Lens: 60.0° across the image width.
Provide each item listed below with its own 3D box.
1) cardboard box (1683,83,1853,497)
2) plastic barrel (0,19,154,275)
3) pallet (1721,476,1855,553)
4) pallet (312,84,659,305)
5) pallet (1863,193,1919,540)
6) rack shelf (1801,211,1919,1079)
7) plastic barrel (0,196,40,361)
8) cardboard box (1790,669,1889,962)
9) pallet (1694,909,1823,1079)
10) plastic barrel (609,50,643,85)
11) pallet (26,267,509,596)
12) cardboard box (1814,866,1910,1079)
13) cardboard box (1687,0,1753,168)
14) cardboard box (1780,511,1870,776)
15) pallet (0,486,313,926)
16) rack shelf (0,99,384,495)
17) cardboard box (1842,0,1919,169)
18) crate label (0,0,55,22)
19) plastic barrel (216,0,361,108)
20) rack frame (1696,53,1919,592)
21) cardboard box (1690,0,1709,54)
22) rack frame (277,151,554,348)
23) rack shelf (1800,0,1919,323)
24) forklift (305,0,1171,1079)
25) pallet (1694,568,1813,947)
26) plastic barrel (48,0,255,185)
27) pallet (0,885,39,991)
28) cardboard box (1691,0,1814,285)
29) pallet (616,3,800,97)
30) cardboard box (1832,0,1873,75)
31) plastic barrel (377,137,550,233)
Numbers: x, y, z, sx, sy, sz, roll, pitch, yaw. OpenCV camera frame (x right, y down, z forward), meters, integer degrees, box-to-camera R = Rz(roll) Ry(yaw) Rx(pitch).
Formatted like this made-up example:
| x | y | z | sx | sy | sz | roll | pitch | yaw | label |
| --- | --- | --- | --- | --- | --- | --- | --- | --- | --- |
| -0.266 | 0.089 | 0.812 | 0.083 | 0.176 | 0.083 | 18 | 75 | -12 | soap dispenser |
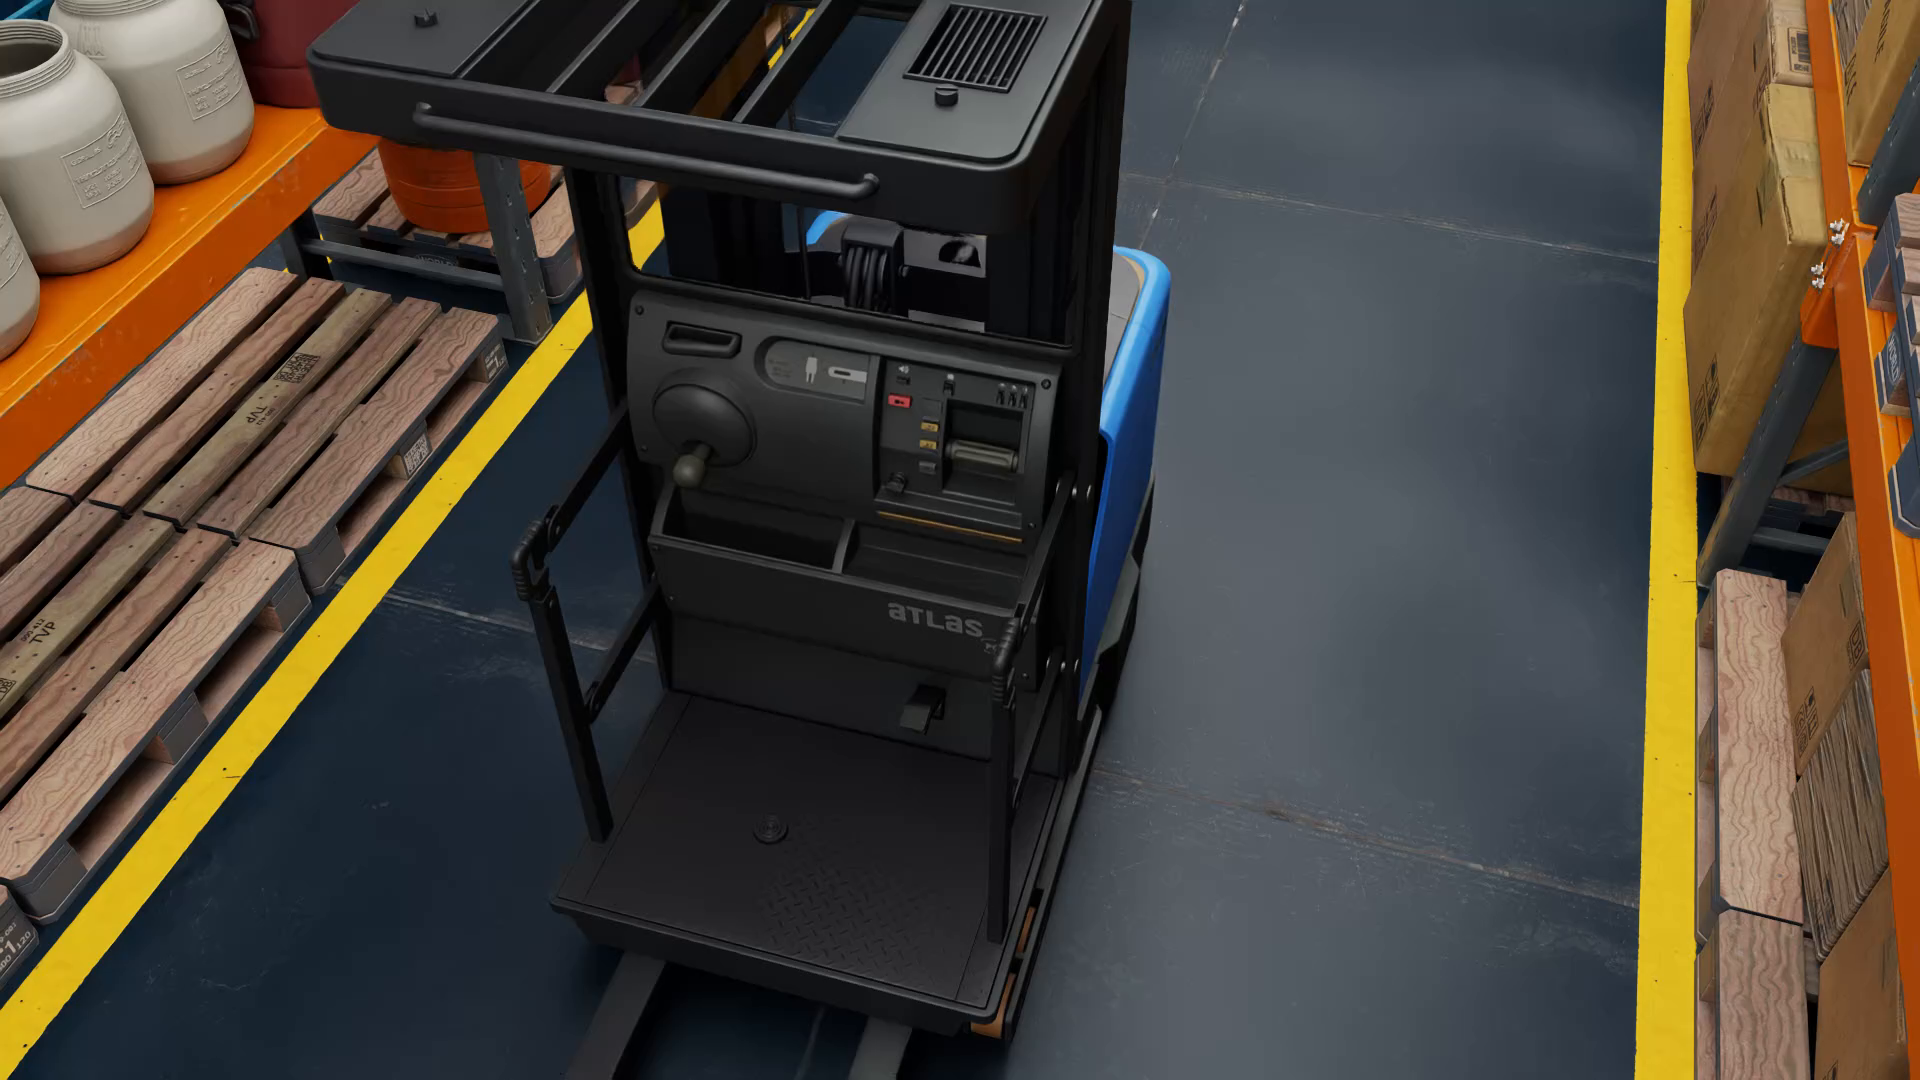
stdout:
| x | y | z | sx | sy | sz | roll | pitch | yaw | label |
| --- | --- | --- | --- | --- | --- | --- | --- | --- | --- |
| 2.980 | -0.705 | 5.044 | 1.225 | 0.875 | 0.875 | 11 | 45 | 11 | cardboard box |
| -2.204 | -0.936 | 3.982 | 0.421 | 0.512 | 0.421 | 0 | 44 | 0 | plastic barrel |
| 3.062 | -0.371 | 5.478 | 1.003 | 0.211 | 1.213 | 13 | 46 | 13 | pallet |
| -1.770 | -1.445 | 6.576 | 1.003 | 0.211 | 1.213 | 13 | 46 | 13 | pallet |
| 2.637 | -0.292 | 3.541 | 1.213 | 0.211 | 1.003 | 13 | 46 | 13 | pallet |
| 2.146 | 0.732 | 2.872 | 1.077 | 0.370 | 4.000 | 13 | 46 | 13 | rack shelf |
| -2.328 | -0.658 | 3.681 | 0.433 | 0.535 | 0.433 | 0 | 44 | 0 | plastic barrel |
| 2.412 | 0.701 | 3.862 | 0.700 | 0.500 | 0.500 | 9 | 45 | 9 | cardboard box |
| 2.142 | 1.469 | 3.597 | 1.003 | 0.211 | 1.213 | 13 | 46 | 13 | pallet |
| -1.495 | -2.278 | 6.857 | 0.600 | 0.588 | 0.708 | 13 | 46 | 13 | plastic barrel |
| -2.240 | -0.403 | 5.511 | 1.003 | 0.211 | 1.213 | 13 | 46 | 13 | pallet |
| 2.247 | 1.080 | 3.474 | 0.700 | 0.500 | 0.500 | 16 | 47 | 16 | cardboard box |
| 3.518 | -1.889 | 6.254 | 1.225 | 0.875 | 0.875 | 11 | 45 | 11 | cardboard box |
| 2.568 | 0.329 | 4.242 | 0.700 | 0.500 | 0.500 | 10 | 45 | 10 | cardboard box |
| -2.612 | 0.408 | 4.682 | 1.003 | 0.211 | 1.213 | 13 | 46 | 13 | pallet |
| -2.575 | -0.317 | 3.944 | 1.077 | 0.370 | 4.000 | 13 | 46 | 13 | rack shelf |
| 2.665 | -1.276 | 4.337 | 0.500 | 0.500 | 0.500 | 14 | 46 | 14 | cardboard box |
| -2.527 | -1.315 | 4.424 | 0.502 | 0.435 | 0.616 | 13 | 46 | 13 | crate label |
| -1.821 | -1.583 | 4.625 | 0.600 | 0.536 | 0.708 | 13 | 46 | 13 | plastic barrel |
| 2.752 | -0.858 | 3.982 | 1.000 | 3.000 | 0.127 | 13 | 46 | 13 | rack frame |
| 3.788 | -2.484 | 6.863 | 1.225 | 0.875 | 0.875 | 13 | 46 | 13 | cardboard box |
| -1.969 | -1.907 | 5.055 | 1.000 | 3.000 | 0.127 | 13 | 46 | 13 | rack frame |
| 3.357 | -1.934 | 5.596 | 1.077 | 0.370 | 4.000 | 13 | 46 | 13 | rack shelf |
| -0.315 | -0.163 | 3.321 | 1.130 | 2.935 | 3.031 | 12 | 46 | 12 | forklift |
| 2.513 | 0.659 | 4.426 | 1.003 | 0.211 | 1.213 | 13 | 46 | 13 | pallet |
| -2.077 | -1.216 | 4.268 | 0.421 | 0.512 | 0.421 | 0 | 44 | 0 | plastic barrel |
| -2.979 | 1.224 | 3.848 | 1.003 | 0.211 | 1.213 | 13 | 46 | 13 | pallet |
| 3.258 | -1.297 | 5.650 | 1.225 | 0.875 | 0.875 | 13 | 46 | 13 | cardboard box |
| -1.399 | -2.256 | 7.404 | 1.003 | 0.211 | 1.213 | 13 | 46 | 13 | pallet |
| 2.821 | -1.607 | 4.676 | 0.500 | 0.500 | 0.500 | 12 | 46 | 12 | cardboard box |
| -1.837 | -1.612 | 6.004 | 0.600 | 0.830 | 0.708 | 13 | 46 | 13 | plastic barrel |
